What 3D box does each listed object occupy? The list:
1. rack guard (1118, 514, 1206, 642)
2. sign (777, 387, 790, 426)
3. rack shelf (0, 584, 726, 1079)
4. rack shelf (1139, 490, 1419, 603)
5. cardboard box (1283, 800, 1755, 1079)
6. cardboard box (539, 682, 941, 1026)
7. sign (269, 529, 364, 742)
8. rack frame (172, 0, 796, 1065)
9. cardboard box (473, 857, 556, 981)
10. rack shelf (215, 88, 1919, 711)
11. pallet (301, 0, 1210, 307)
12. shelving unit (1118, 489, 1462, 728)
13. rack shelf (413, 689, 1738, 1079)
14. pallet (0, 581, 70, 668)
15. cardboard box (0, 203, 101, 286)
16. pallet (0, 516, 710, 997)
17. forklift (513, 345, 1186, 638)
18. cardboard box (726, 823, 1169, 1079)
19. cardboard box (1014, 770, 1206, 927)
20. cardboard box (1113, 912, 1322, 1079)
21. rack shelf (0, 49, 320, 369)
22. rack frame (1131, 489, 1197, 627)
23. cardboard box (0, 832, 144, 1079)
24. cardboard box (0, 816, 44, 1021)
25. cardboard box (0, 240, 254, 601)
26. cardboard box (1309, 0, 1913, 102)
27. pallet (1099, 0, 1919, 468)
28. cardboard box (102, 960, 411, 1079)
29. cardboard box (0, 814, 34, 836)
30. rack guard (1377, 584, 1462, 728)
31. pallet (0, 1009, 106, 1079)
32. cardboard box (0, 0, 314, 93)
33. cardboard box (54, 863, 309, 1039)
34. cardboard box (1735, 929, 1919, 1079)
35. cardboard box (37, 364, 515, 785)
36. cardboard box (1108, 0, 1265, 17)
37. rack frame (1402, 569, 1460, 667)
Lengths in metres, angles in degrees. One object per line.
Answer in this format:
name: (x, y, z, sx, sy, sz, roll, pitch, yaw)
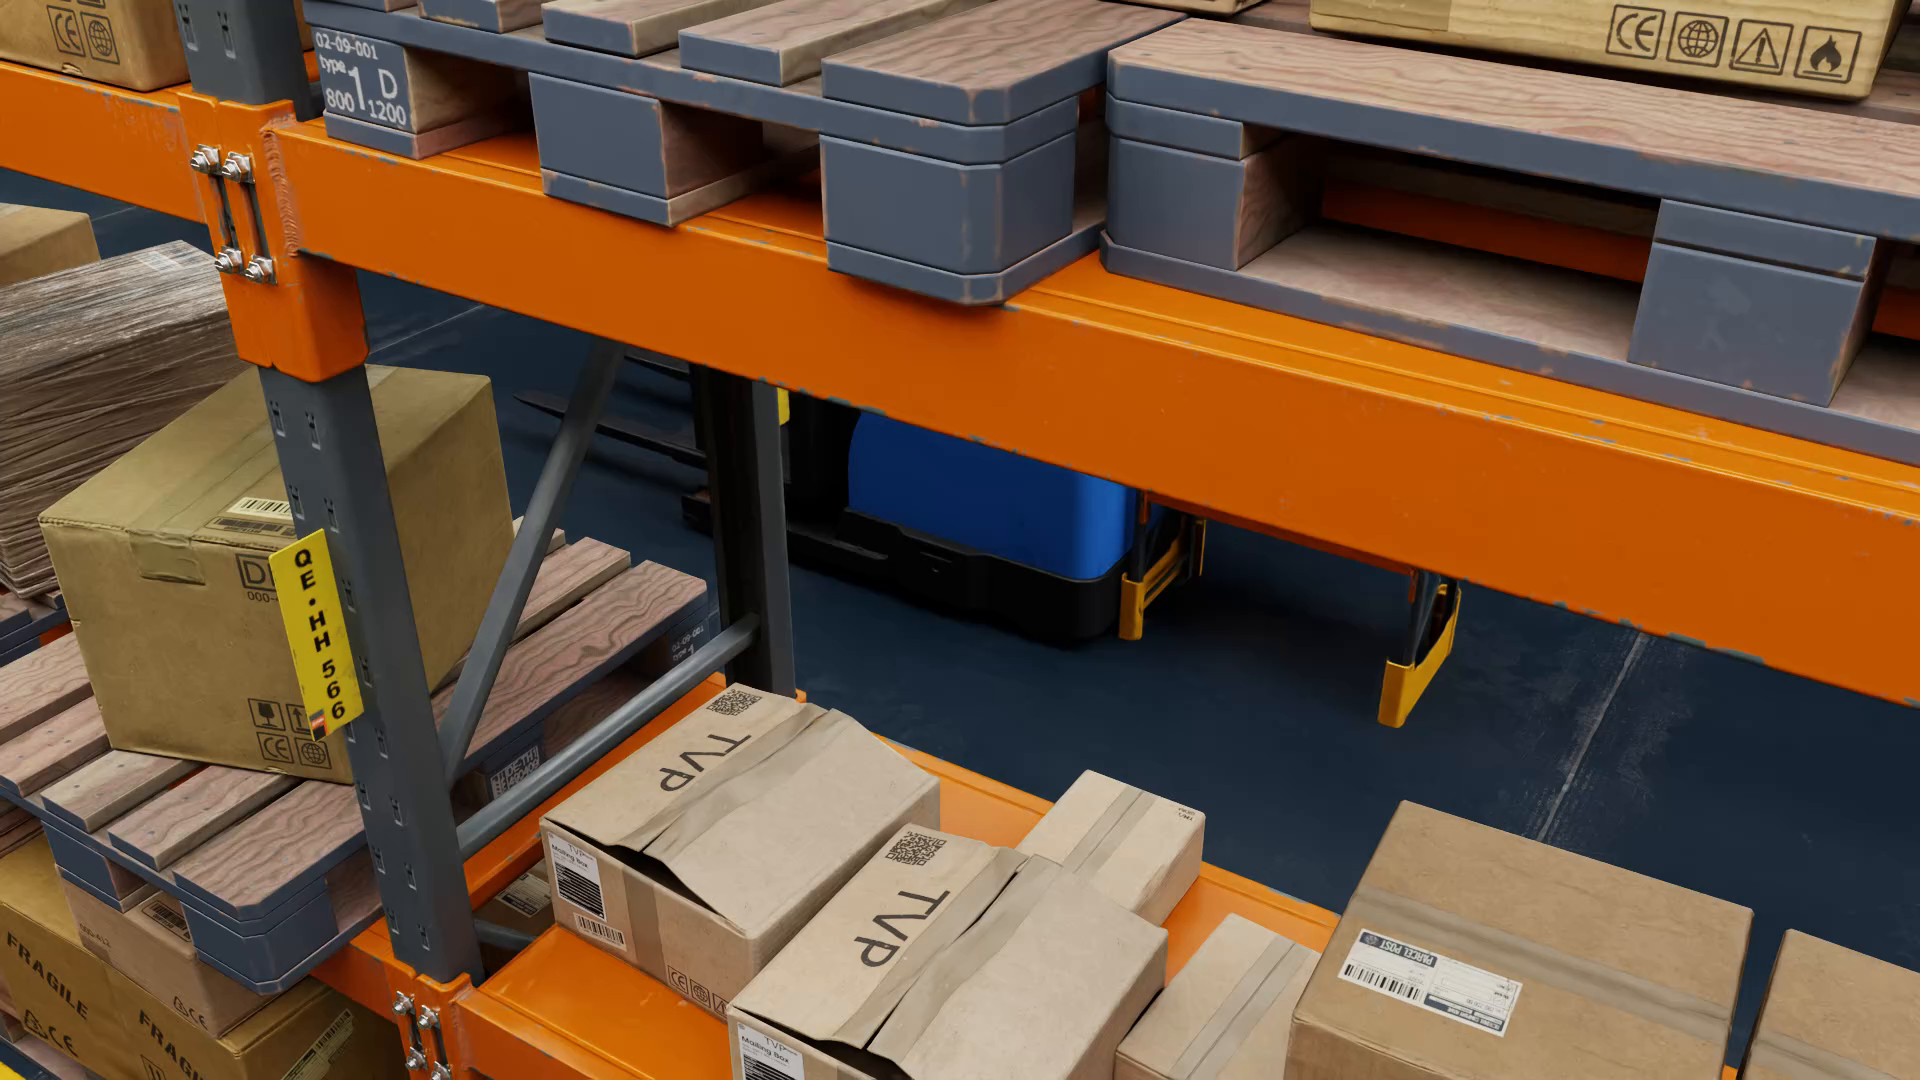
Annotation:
rack guard: (0.766, 0.134, 6.273, 0.087, 0.250, 0.587, 18, 35, 27)
sign: (-0.373, -0.363, 3.247, 0.005, 0.325, 0.100, 18, 35, 27)
rack shelf: (-2.359, 0.150, 4.230, 4.000, 0.370, 1.077, 18, 35, 27)
rack shelf: (1.196, -0.115, 5.816, 1.000, 0.185, 0.538, 18, 35, 27)
cardboard box: (0.765, 0.774, 2.347, 0.500, 0.500, 0.500, 16, 34, 25)
cardboard box: (-0.380, 0.529, 2.954, 0.500, 0.311, 0.500, 20, 36, 30)
sign: (-0.945, 0.143, 2.458, 0.005, 0.325, 0.100, 18, 35, 27)
rack frame: (-0.667, 0.376, 3.128, 0.053, 2.616, 0.949, 18, 35, 27)
cardboard box: (-0.898, 1.021, 4.068, 0.500, 0.500, 0.500, 19, 35, 29)
rack shelf: (1.029, -0.074, 1.638, 4.000, 0.370, 1.077, 18, 35, 27)
pallet: (-0.043, -0.696, 2.176, 1.003, 0.211, 1.213, 19, 35, 30)
shelving unit: (1.188, -0.273, 5.730, 1.083, 1.500, 0.587, 18, 35, 27)
rack shelf: (1.029, 1.221, 2.394, 4.000, 0.370, 1.077, 18, 35, 27)
pallet: (-2.314, -0.061, 4.069, 1.213, 0.211, 1.003, 18, 35, 27)
cardboard box: (-2.524, -0.474, 4.070, 0.500, 0.500, 0.700, 9, 31, 15)
pallet: (-1.276, 0.306, 3.439, 1.003, 0.211, 1.213, 18, 35, 27)
forklift: (-0.536, -1.457, 6.339, 3.031, 2.935, 1.130, 18, 35, 27)
cardboard box: (-0.010, 0.736, 2.601, 0.500, 0.311, 0.500, 17, 34, 27)
cardboard box: (0.244, 0.606, 2.983, 0.250, 0.149, 0.380, 18, 35, 27)
cardboard box: (0.445, 0.801, 2.650, 0.250, 0.149, 0.380, 20, 36, 31)
rack shelf: (-2.359, -1.146, 3.475, 4.000, 0.370, 1.077, 18, 35, 27)
rack frame: (0.765, -0.406, 5.958, 0.032, 1.500, 0.500, 18, 35, 27)
cardboard box: (-2.020, 0.975, 4.145, 0.500, 0.500, 0.500, 16, 34, 26)
cardboard box: (-2.468, 0.837, 4.382, 0.500, 0.500, 0.500, 16, 34, 26)
cardboard box: (-1.931, -0.297, 3.766, 0.500, 0.500, 0.700, 25, 39, 36)
cardboard box: (0.681, -0.649, 1.641, 0.500, 0.250, 0.500, 17, 34, 26)
pallet: (0.906, -0.397, 1.665, 1.213, 0.211, 1.003, 19, 35, 30)
cardboard box: (-1.582, 1.114, 3.908, 0.500, 0.500, 0.500, 19, 35, 29)
cardboard box: (-2.500, 0.505, 4.208, 0.500, 0.250, 0.500, 17, 34, 26)
rack guard: (1.610, 0.400, 5.816, 0.087, 0.250, 0.587, 18, 35, 27)
pallet: (-2.306, 1.036, 4.765, 1.213, 0.211, 1.003, 18, 35, 27)
cardboard box: (-1.052, -1.067, 2.525, 0.500, 0.500, 0.910, 18, 35, 27)
cardboard box: (-1.632, 0.777, 3.741, 0.500, 0.250, 0.500, 19, 35, 29)
cardboard box: (1.211, 0.915, 2.105, 0.500, 0.500, 0.500, 18, 35, 27)
cardboard box: (-1.258, 0.030, 3.207, 0.500, 0.500, 0.700, 6, 31, 11)
cardboard box: (0.203, -0.807, 1.912, 0.500, 0.250, 0.500, 19, 35, 29)
rack frame: (1.627, -0.135, 5.492, 0.032, 1.500, 0.500, 18, 35, 27)
